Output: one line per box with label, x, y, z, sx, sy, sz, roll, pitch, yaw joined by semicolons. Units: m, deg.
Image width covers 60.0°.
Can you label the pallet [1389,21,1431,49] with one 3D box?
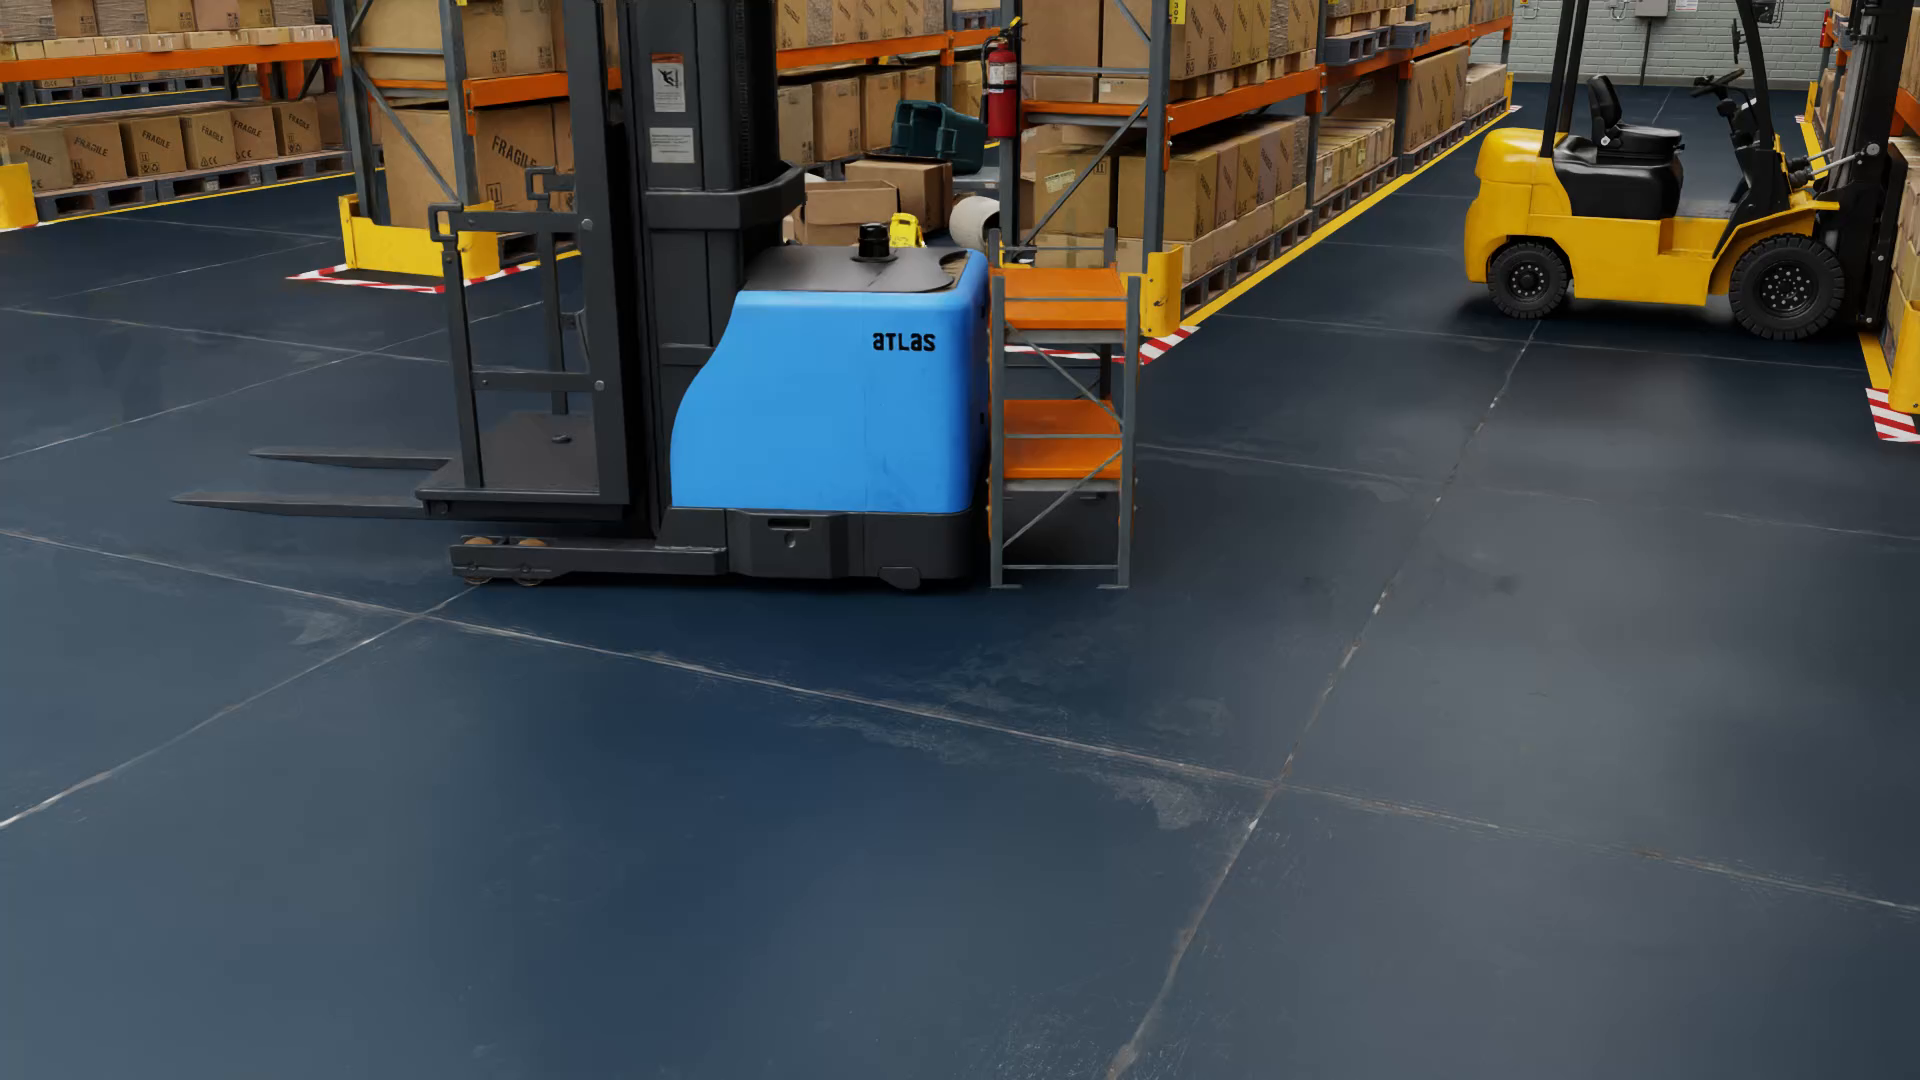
pallet;3.797;-4.835;15.875;1.213;0.211;1.003;9;21;23

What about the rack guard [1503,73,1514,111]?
rack guard;7.278;-6.433;23.813;1.175;0.500;0.348;9;21;23

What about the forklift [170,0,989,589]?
forklift;-1.424;-1.389;6.001;3.031;2.935;1.130;2;20;5

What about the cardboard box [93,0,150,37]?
cardboard box;-7.735;-4.740;14.728;0.875;0.500;0.500;9;21;23

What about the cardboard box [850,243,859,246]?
cardboard box;-0.590;-2.047;12.003;0.250;0.149;0.380;-14;24;-33

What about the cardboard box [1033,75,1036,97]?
cardboard box;0.677;-2.831;10.327;0.380;0.149;0.250;8;21;22

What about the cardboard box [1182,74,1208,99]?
cardboard box;1.317;-2.819;10.293;0.380;0.149;0.250;8;21;21

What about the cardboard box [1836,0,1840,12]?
cardboard box;10.766;-6.423;19.832;0.500;0.250;0.500;8;21;21

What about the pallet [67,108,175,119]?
pallet;-10.421;-5.281;21.002;1.003;0.211;1.213;9;21;23

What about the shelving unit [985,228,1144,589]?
shelving unit;0.362;-0.530;6.280;0.538;1.125;1.048;0;20;0

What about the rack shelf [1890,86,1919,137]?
rack shelf;6.065;-2.305;9.548;1.077;0.370;4.000;9;21;23

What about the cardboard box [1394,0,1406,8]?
cardboard box;3.858;-5.207;15.413;0.500;0.500;0.500;8;21;22

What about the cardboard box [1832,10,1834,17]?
cardboard box;11.413;-6.743;21.327;0.380;0.149;0.250;8;21;22

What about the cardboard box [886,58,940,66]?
cardboard box;-0.524;-5.425;19.231;0.500;0.250;0.500;8;21;21

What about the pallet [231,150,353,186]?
pallet;-6.930;-3.771;16.758;1.003;0.211;1.213;9;21;23

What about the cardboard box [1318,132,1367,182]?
cardboard box;3.141;-3.489;15.098;0.950;0.372;0.625;9;22;24

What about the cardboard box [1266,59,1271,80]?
cardboard box;1.956;-3.292;11.624;0.380;0.149;0.250;8;21;22

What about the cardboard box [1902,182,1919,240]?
cardboard box;5.354;-1.747;8.888;0.500;0.250;0.500;9;21;24

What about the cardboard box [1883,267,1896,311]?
cardboard box;5.576;-1.425;9.475;0.500;0.250;0.500;9;21;23

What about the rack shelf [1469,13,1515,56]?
rack shelf;6.449;-6.653;21.775;1.077;0.370;4.000;9;21;23

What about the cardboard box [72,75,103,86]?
cardboard box;-13.429;-7.169;25.224;0.500;0.500;0.500;8;21;21

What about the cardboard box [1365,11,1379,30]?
cardboard box;3.428;-4.535;14.493;0.380;0.149;0.250;9;22;25

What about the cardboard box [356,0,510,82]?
cardboard box;-3.731;-3.551;11.754;0.875;0.550;0.550;9;21;23

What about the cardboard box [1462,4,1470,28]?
cardboard box;5.676;-6.139;19.477;0.500;0.250;0.500;8;21;21

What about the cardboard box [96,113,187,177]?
cardboard box;-7.567;-3.657;15.380;0.500;0.500;0.500;11;22;28

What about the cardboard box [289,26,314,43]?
cardboard box;-6.618;-4.996;16.414;0.380;0.149;0.250;9;21;23

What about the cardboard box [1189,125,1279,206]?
cardboard box;1.942;-2.662;11.834;0.500;0.500;0.500;10;22;26

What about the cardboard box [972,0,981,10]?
cardboard box;0.022;-6.160;19.061;0.380;0.149;0.250;10;22;25

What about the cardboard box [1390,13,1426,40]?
cardboard box;4.422;-5.203;16.845;0.500;0.250;0.500;8;21;22

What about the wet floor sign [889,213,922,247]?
wet floor sign;-0.338;-1.692;10.264;0.267;0.644;0.232;18;26;41

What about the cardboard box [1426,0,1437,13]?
cardboard box;4.638;-5.602;17.222;0.500;0.250;0.500;9;22;24

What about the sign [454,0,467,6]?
sign;-3.337;-3.728;11.065;0.100;0.325;0.005;9;21;23

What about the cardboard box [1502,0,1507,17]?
cardboard box;7.093;-7.316;22.414;0.500;0.500;0.500;8;21;22

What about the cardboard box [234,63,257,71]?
cardboard box;-12.078;-8.140;28.238;0.500;0.311;0.500;9;21;23

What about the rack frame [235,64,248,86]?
rack frame;-12.447;-9.101;27.584;1.000;3.000;0.127;9;21;23

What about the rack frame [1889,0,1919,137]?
rack frame;6.884;-3.256;11.146;1.000;3.000;0.127;9;21;23

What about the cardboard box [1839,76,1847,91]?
cardboard box;9.770;-4.954;18.057;0.380;0.149;0.250;10;22;25

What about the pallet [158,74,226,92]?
pallet;-12.746;-7.533;27.337;1.003;0.211;1.213;9;21;23

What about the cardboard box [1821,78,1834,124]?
cardboard box;10.650;-5.197;19.708;0.700;0.500;0.500;8;21;21

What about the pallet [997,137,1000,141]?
pallet;0.257;-5.103;20.503;1.003;0.211;1.213;9;21;23

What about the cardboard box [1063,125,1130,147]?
cardboard box;0.895;-2.676;10.907;0.380;0.149;0.250;9;22;24

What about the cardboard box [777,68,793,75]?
cardboard box;-3.068;-7.128;24.580;0.875;0.875;0.875;9;21;23

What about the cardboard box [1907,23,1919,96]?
cardboard box;6.266;-3.041;10.395;0.500;0.500;0.500;9;21;24

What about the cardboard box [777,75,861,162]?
cardboard box;-1.633;-4.218;16.584;1.050;0.750;0.750;9;21;23

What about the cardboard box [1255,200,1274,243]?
cardboard box;1.936;-2.301;11.940;0.500;0.250;0.500;9;21;24

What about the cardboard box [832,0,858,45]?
cardboard box;-1.329;-5.062;16.076;0.500;0.500;0.500;8;21;22

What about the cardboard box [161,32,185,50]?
cardboard box;-7.307;-4.548;15.157;0.380;0.149;0.250;9;21;23

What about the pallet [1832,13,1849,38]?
pallet;9.733;-5.381;17.410;1.003;0.211;1.213;9;21;23

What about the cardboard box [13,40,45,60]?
cardboard box;-7.871;-4.082;13.846;0.380;0.149;0.250;9;21;23

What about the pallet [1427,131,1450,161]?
pallet;4.885;-4.447;18.657;1.003;0.211;1.213;9;21;23

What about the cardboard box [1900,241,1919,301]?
cardboard box;5.160;-1.362;8.554;0.500;0.250;0.500;8;21;22

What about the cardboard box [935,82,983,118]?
cardboard box;-0.043;-5.008;19.178;0.500;0.500;0.500;8;21;20

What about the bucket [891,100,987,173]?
bucket;-0.156;-3.400;14.169;0.726;0.611;0.620;18;16;41

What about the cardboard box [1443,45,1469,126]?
cardboard box;5.449;-5.377;19.657;0.875;0.875;0.875;9;22;24

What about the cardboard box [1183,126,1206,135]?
cardboard box;1.444;-2.724;12.010;0.500;0.500;0.500;10;22;26

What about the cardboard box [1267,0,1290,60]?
cardboard box;1.986;-3.635;11.621;0.500;0.500;0.500;9;22;24

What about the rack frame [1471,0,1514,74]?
rack frame;7.268;-7.604;23.373;1.000;3.000;0.127;9;21;23
